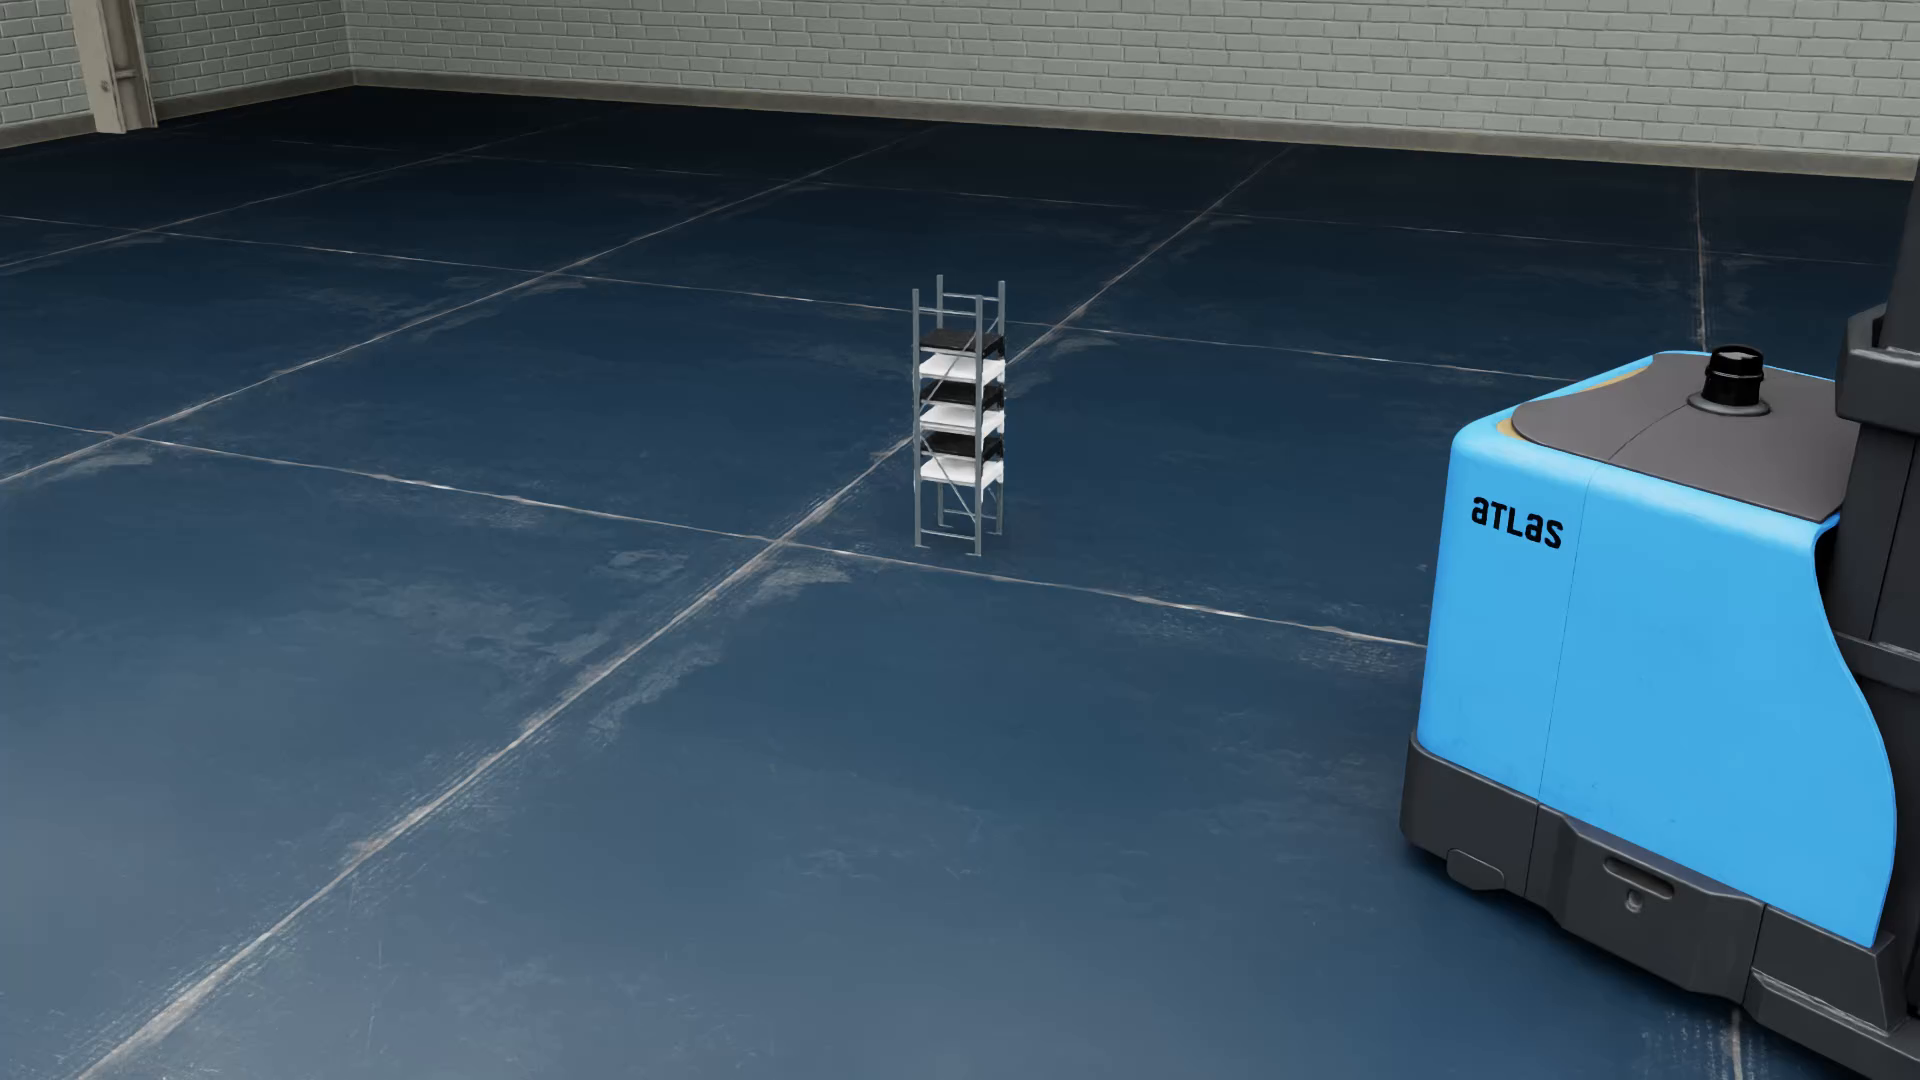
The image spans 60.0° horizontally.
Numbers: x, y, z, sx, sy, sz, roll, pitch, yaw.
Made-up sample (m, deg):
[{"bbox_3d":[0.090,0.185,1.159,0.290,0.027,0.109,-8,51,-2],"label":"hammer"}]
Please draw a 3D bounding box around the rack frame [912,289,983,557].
[{"bbox_3d":[-0.041,-0.376,5.483,0.240,0.900,0.006,9,24,20],"label":"rack frame"}]

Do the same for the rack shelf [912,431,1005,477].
[{"bbox_3d":[-0.003,-0.299,5.617,0.258,0.077,0.200,9,24,20],"label":"rack shelf"}]

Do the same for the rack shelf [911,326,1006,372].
[{"bbox_3d":[-0.003,-0.631,5.478,0.258,0.077,0.200,9,24,20],"label":"rack shelf"}]

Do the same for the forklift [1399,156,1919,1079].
[{"bbox_3d":[2.385,-0.298,2.660,1.130,2.935,3.031,-19,29,-37],"label":"forklift"}]

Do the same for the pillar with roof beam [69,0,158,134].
[{"bbox_3d":[-3.054,-7.011,10.861,9.100,9.000,0.400,9,24,20],"label":"pillar with roof beam"}]

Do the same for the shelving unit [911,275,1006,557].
[{"bbox_3d":[-0.003,-0.412,5.570,0.258,0.900,0.210,9,24,20],"label":"shelving unit"}]

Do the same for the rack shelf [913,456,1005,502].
[{"bbox_3d":[-0.003,-0.215,5.652,0.258,0.077,0.200,9,24,20],"label":"rack shelf"}]

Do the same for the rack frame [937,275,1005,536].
[{"bbox_3d":[0.035,-0.449,5.657,0.240,0.900,0.006,9,24,20],"label":"rack frame"}]

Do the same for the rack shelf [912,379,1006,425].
[{"bbox_3d":[-0.003,-0.465,5.548,0.258,0.077,0.200,9,24,20],"label":"rack shelf"}]

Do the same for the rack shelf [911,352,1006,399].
[{"bbox_3d":[-0.003,-0.548,5.513,0.258,0.077,0.200,9,24,20],"label":"rack shelf"}]

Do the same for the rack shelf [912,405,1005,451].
[{"bbox_3d":[-0.003,-0.382,5.582,0.258,0.077,0.200,9,24,20],"label":"rack shelf"}]
